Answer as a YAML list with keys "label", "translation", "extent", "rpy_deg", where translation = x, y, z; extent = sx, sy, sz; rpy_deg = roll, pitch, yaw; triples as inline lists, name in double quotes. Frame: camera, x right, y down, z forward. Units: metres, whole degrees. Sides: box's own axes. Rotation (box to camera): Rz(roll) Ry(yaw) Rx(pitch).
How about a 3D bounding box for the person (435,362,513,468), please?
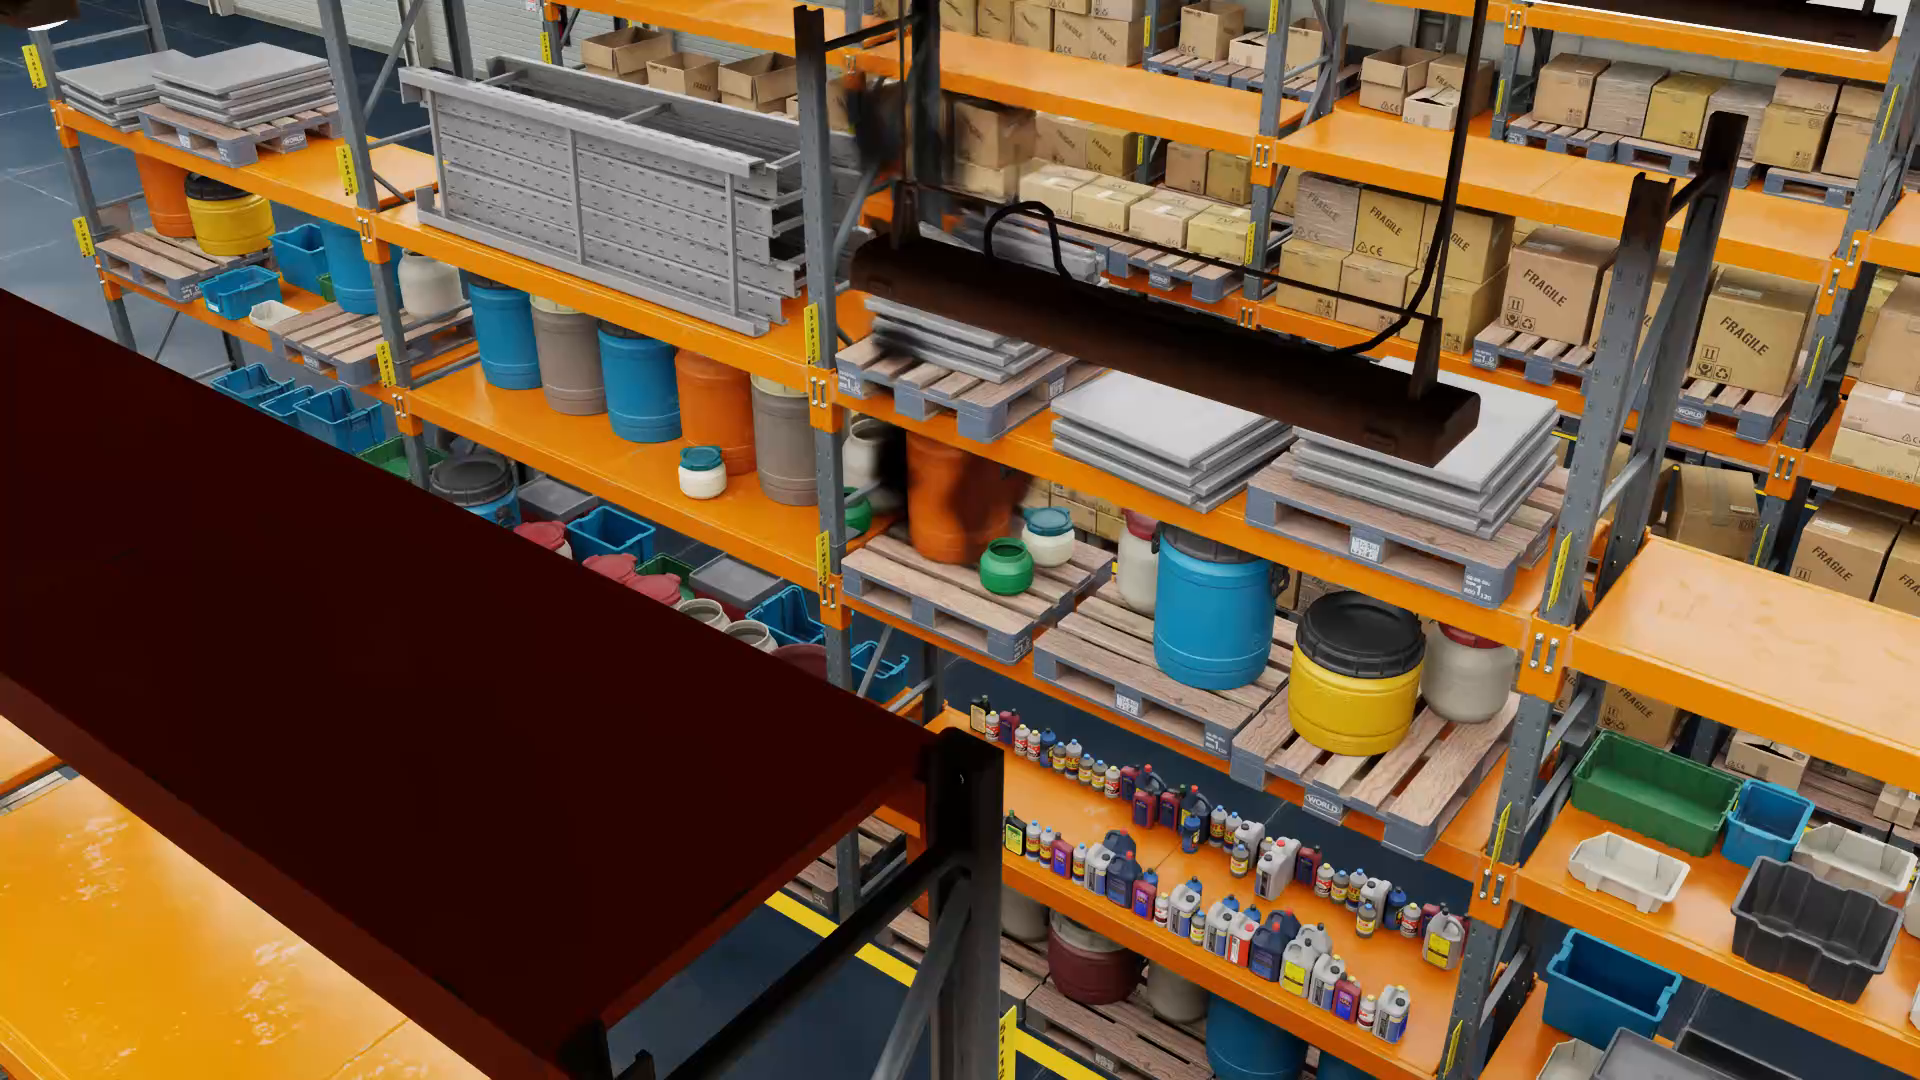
- label: "person"
  translation: [-4.676, -1.166, 15.689]
  extent: [0.865, 1.632, 0.568]
  rpy_deg: [14, 34, 21]

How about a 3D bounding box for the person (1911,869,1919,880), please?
- label: "person"
  translation: [5.994, 2.291, 9.860]
  extent: [0.746, 1.749, 0.668]
  rpy_deg: [12, 33, 19]
